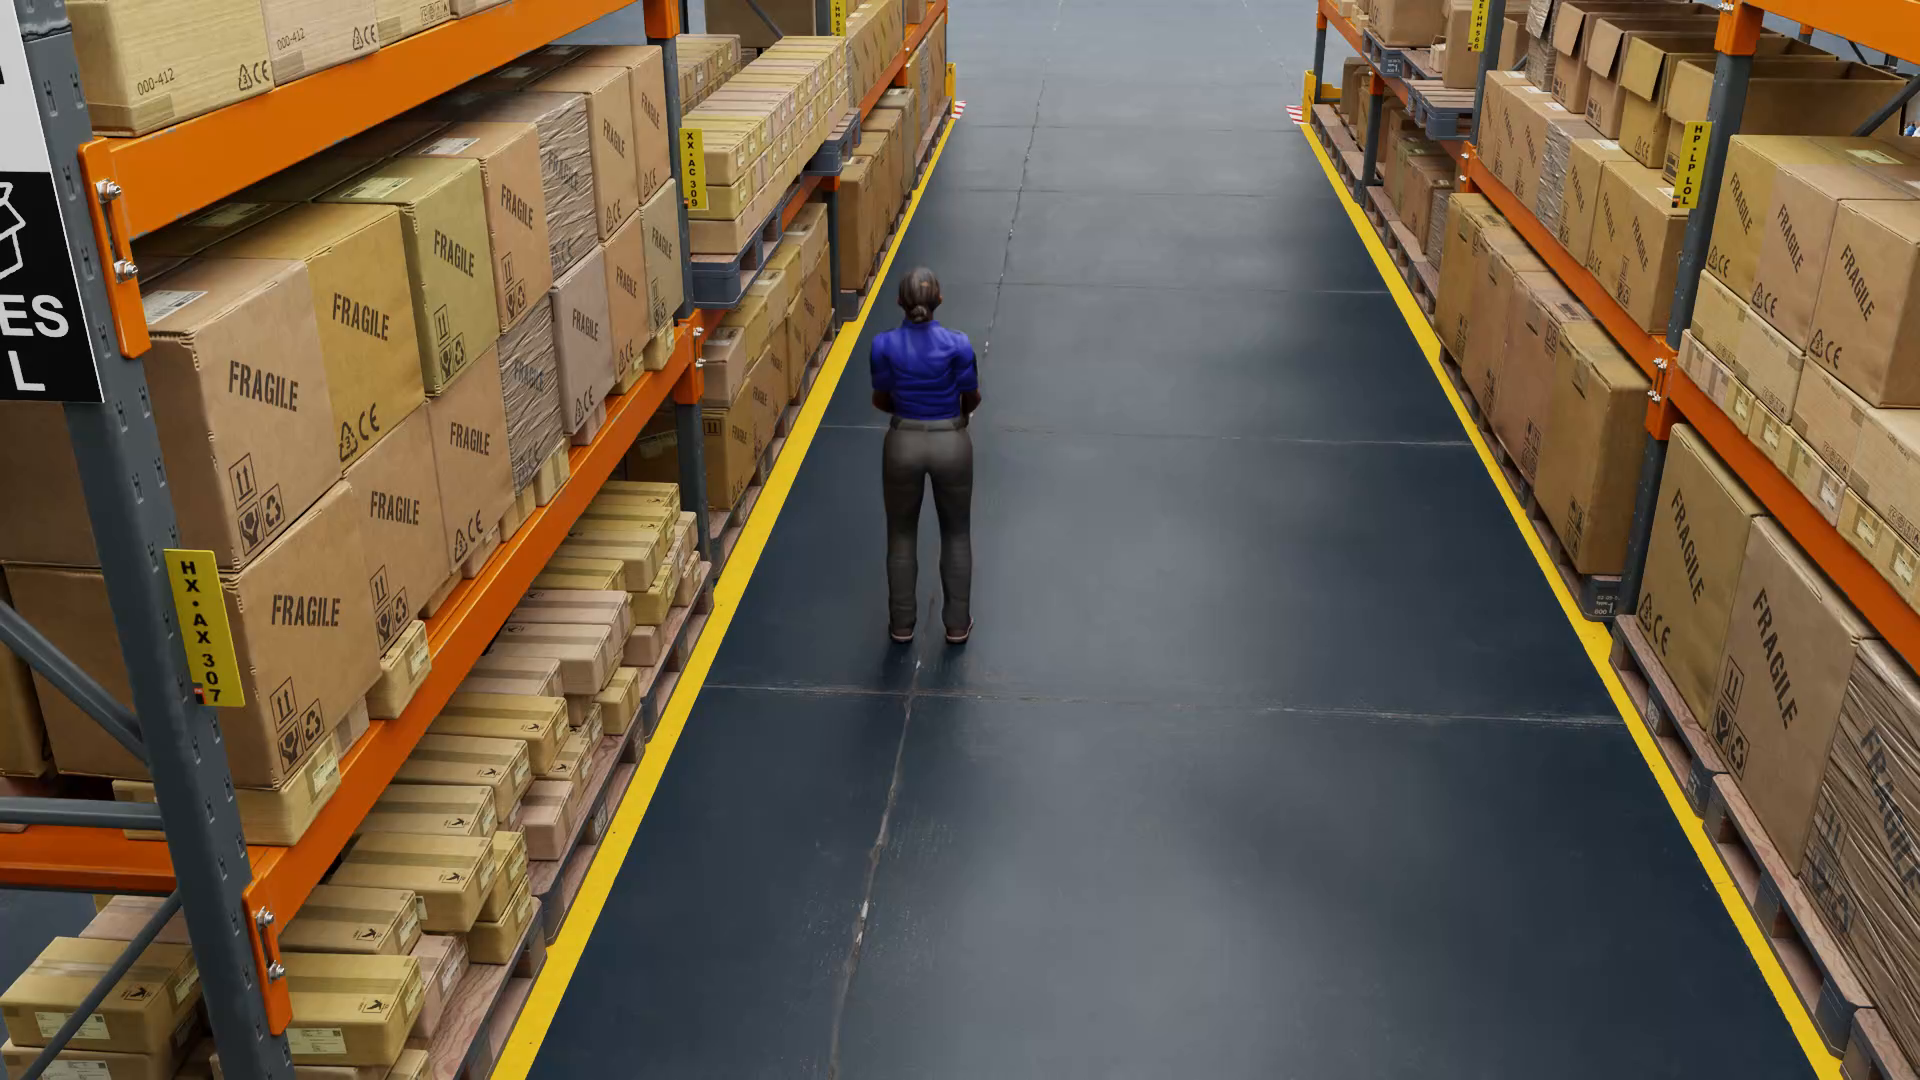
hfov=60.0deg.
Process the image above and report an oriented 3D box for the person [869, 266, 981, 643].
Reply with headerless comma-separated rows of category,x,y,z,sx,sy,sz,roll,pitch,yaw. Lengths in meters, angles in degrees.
person,-0.135,-0.377,6.943,0.449,1.646,0.519,1,25,2
